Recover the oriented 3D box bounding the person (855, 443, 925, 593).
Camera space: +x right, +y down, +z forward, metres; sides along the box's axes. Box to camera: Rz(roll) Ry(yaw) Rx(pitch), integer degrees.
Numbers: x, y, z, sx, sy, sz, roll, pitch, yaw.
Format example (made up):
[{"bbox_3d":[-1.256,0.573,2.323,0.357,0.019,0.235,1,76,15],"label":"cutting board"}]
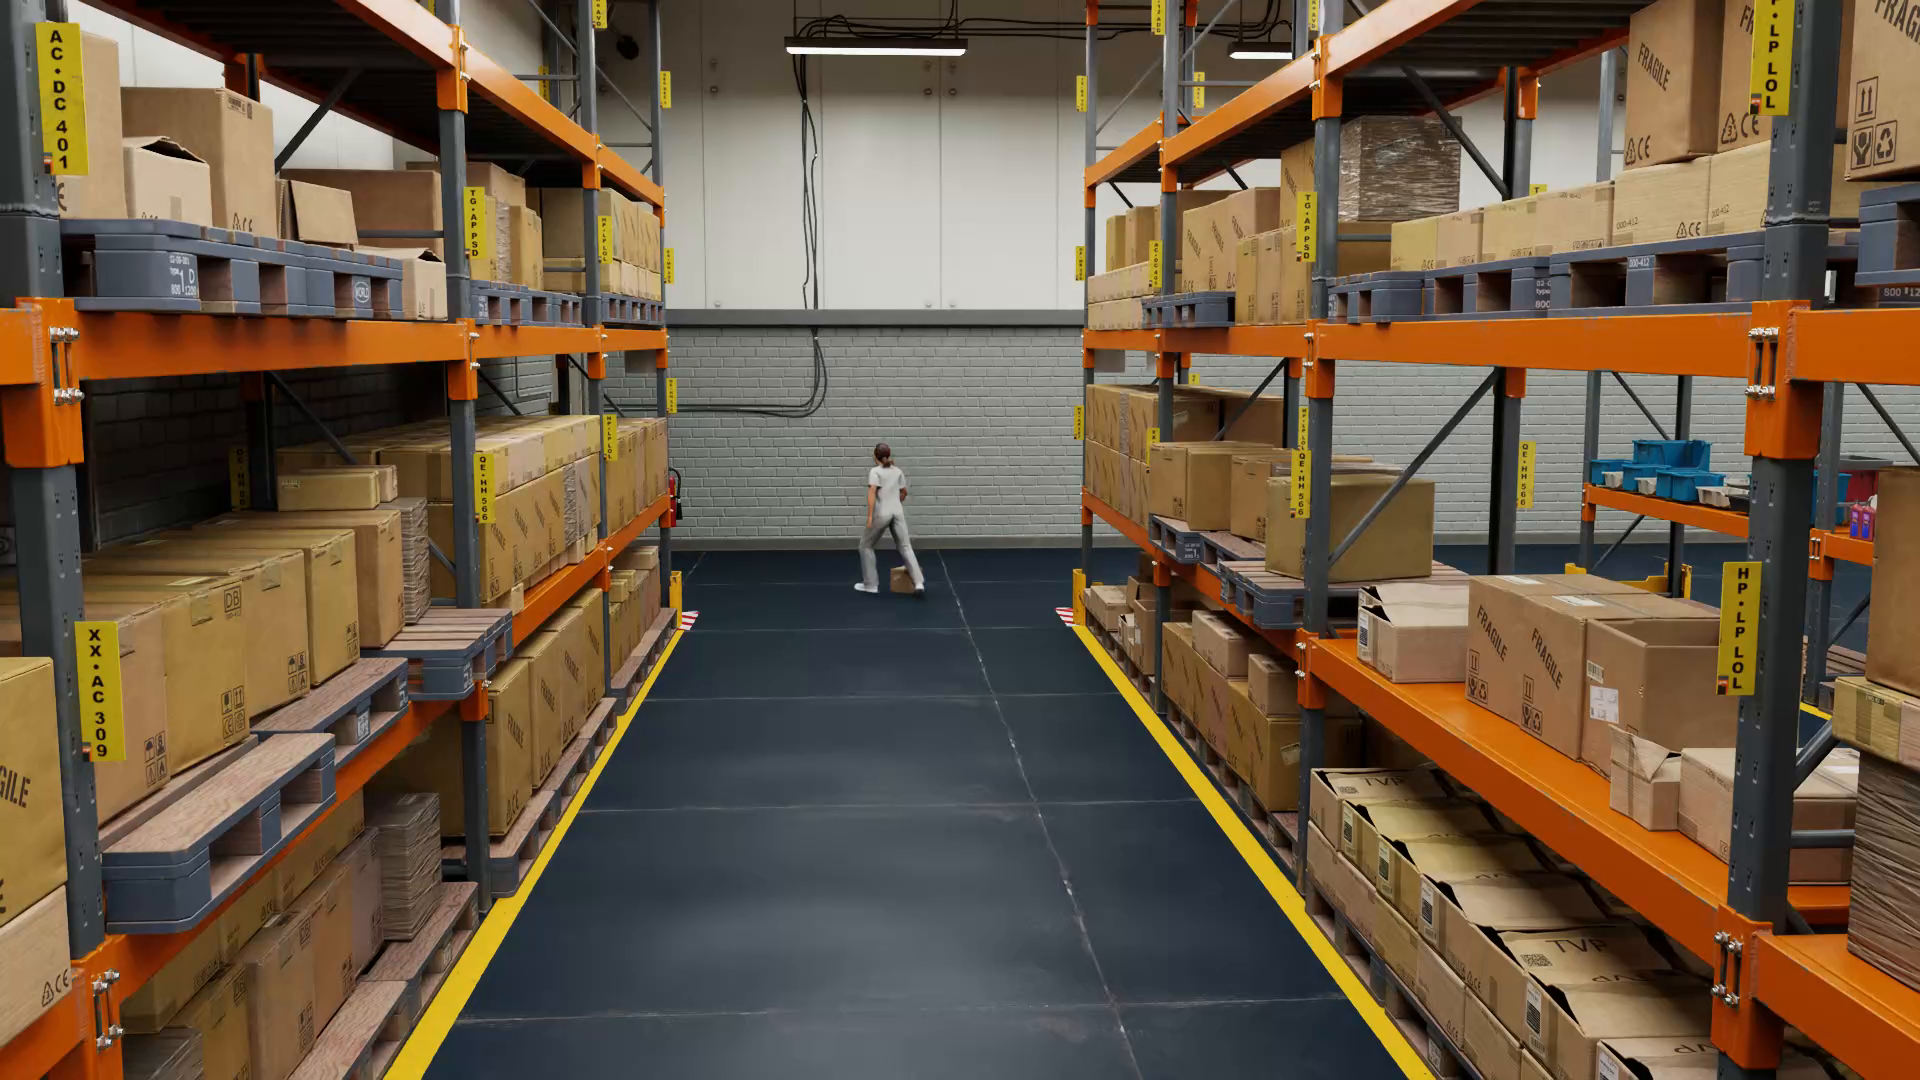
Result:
[{"bbox_3d":[-0.730,-0.223,17.747,0.563,1.607,0.833,-4,8,-31],"label":"person"}]
